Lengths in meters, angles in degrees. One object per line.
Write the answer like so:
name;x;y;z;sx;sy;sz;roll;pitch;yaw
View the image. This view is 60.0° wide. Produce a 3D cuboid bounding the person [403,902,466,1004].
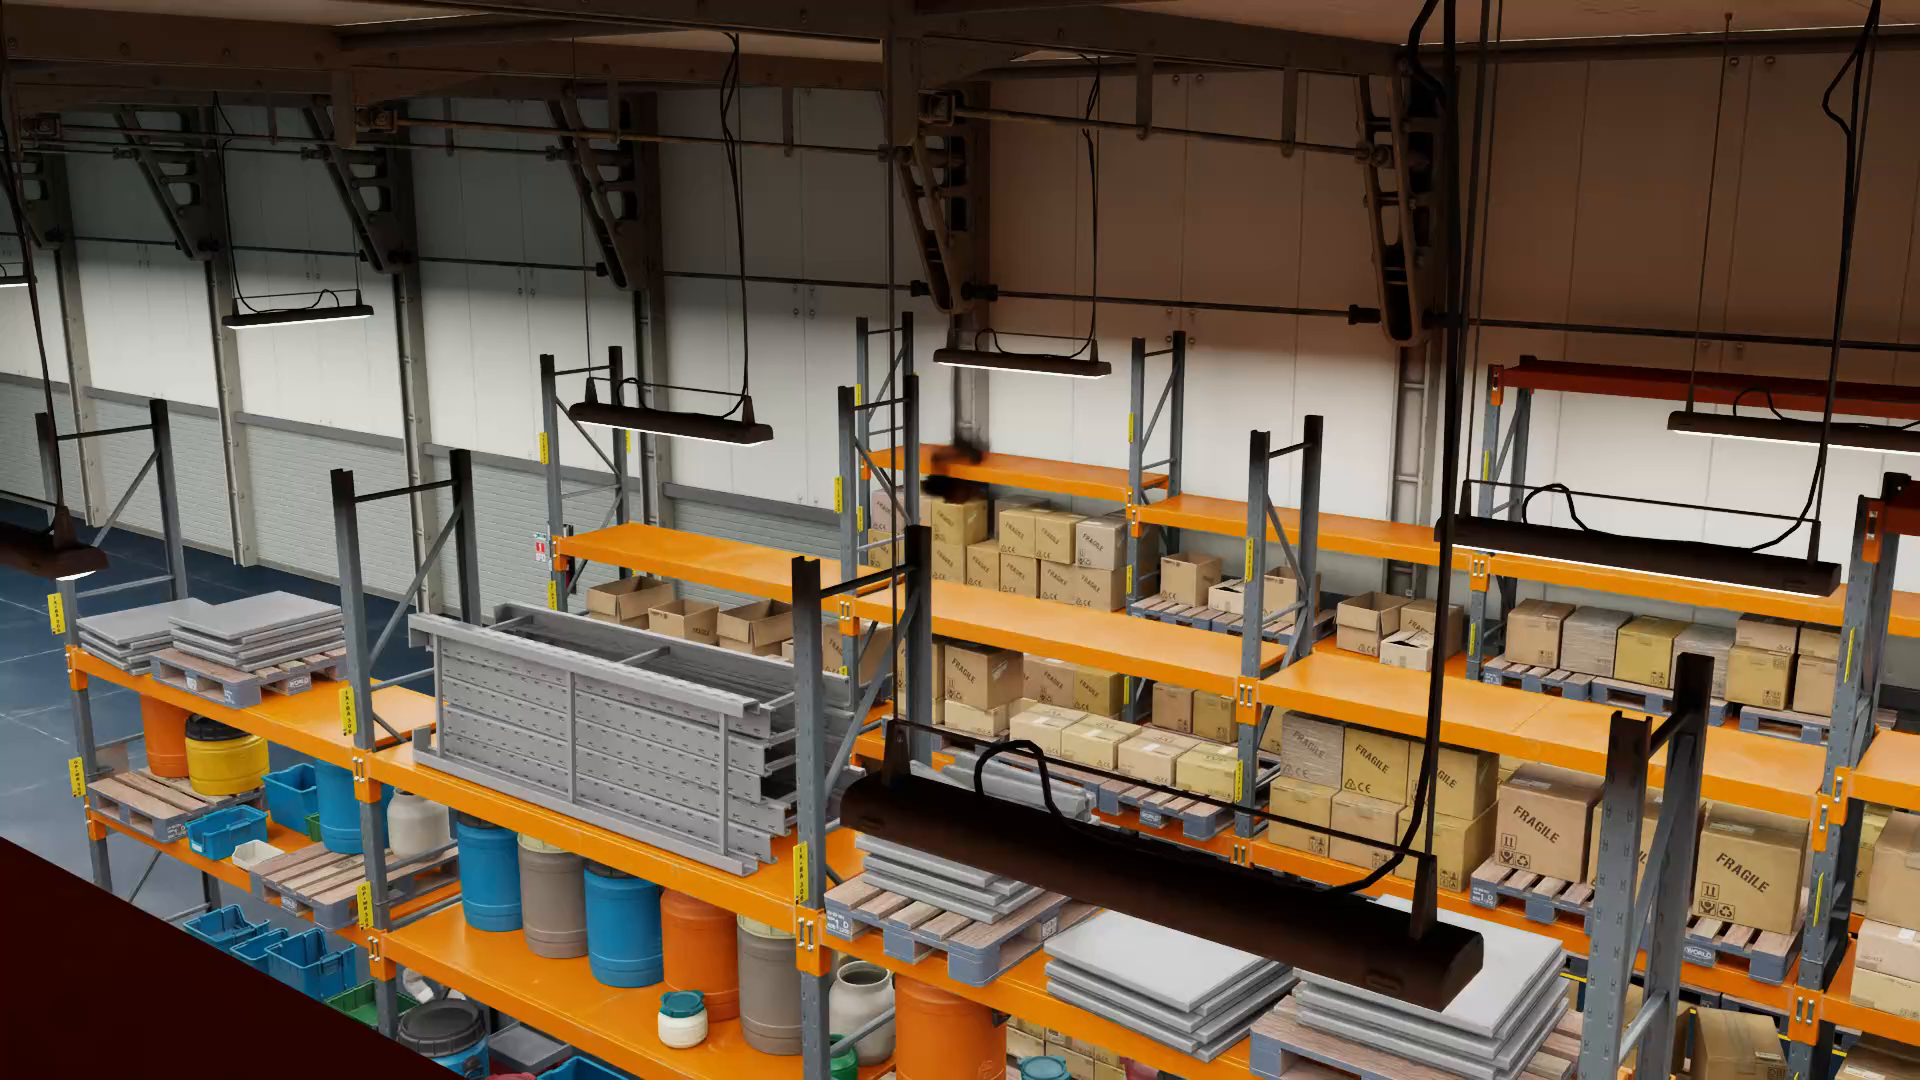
person;-4.826;3.726;15.233;0.661;1.750;0.640;5;14;22
